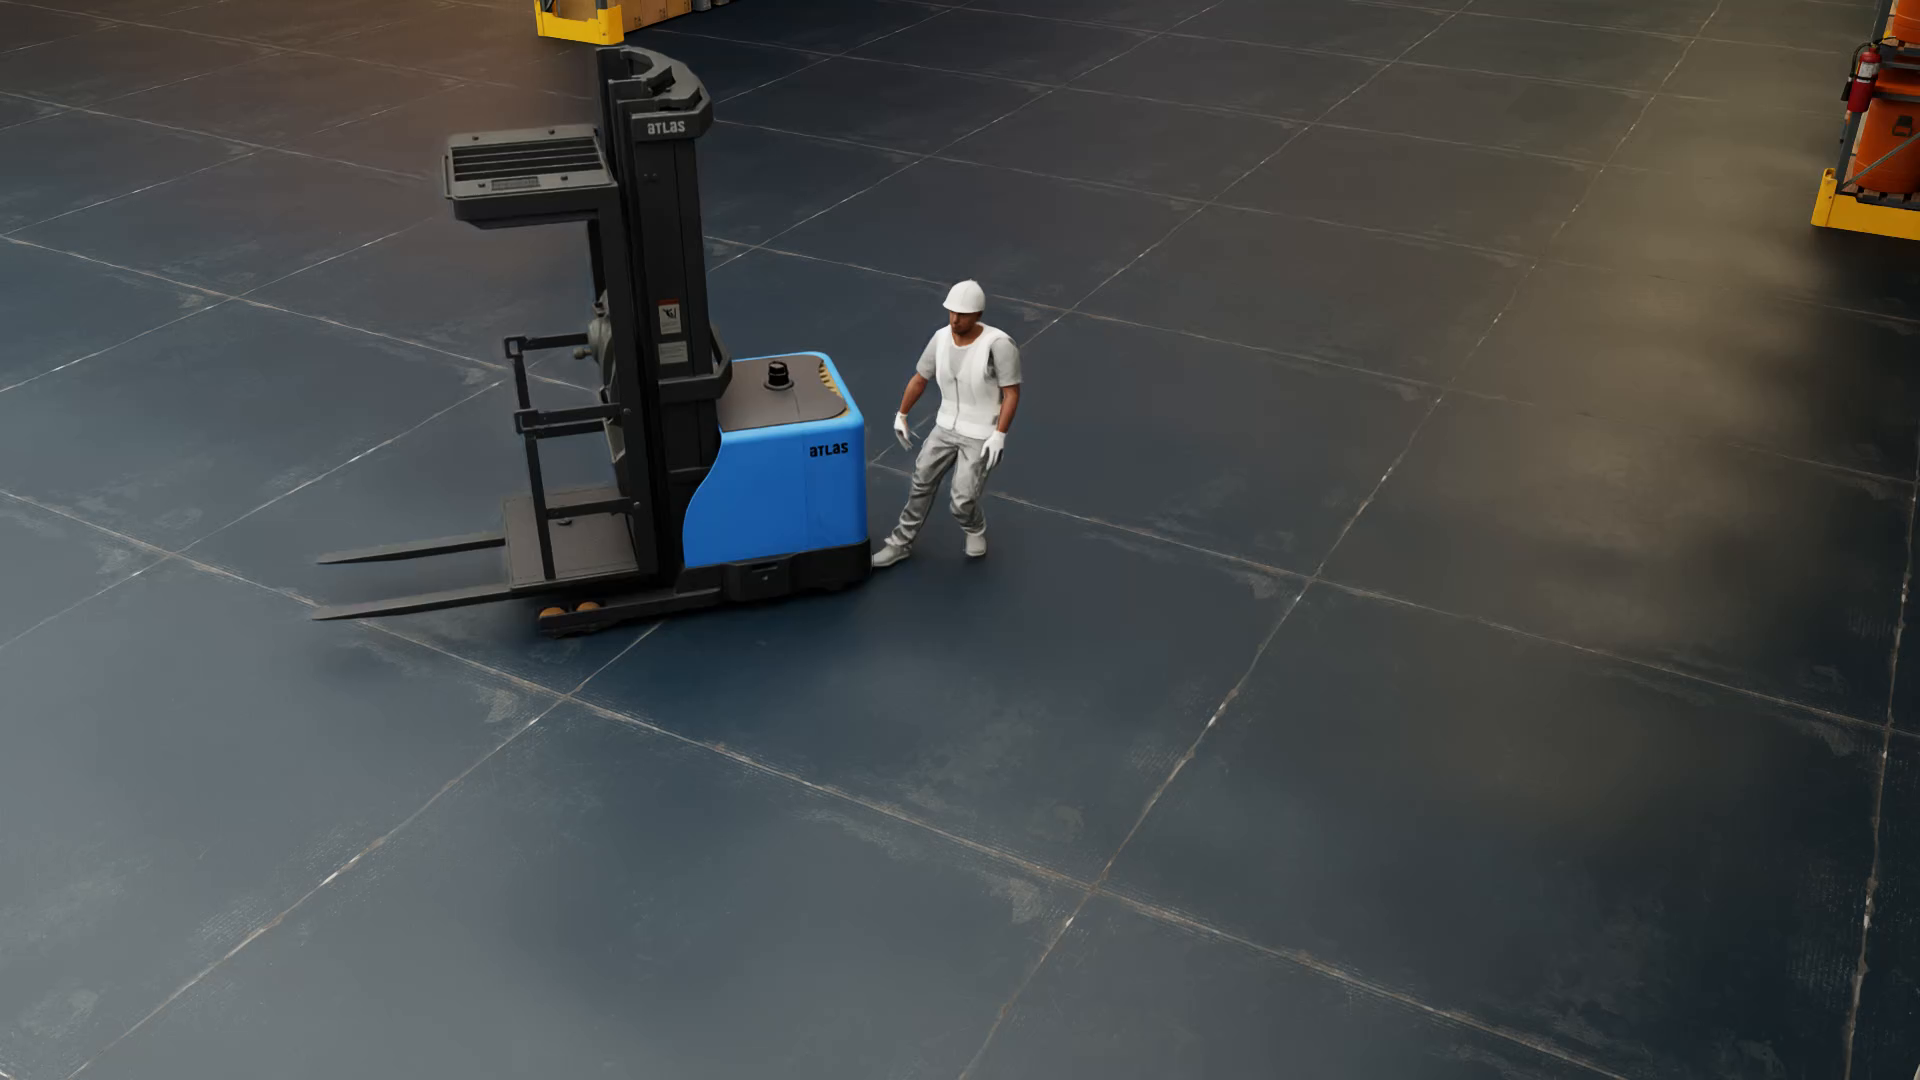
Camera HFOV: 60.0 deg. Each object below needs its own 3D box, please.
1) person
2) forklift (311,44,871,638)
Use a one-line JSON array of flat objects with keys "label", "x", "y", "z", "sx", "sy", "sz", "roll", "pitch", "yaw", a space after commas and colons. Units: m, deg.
[{"label": "person", "x": -0.079, "y": -0.589, "z": 9.329, "sx": 0.746, "sy": 1.725, "sz": 0.712, "roll": 23, "pitch": 37, "yaw": 34}, {"label": "forklift", "x": -2.085, "y": -1.028, "z": 8.851, "sx": 3.031, "sy": 2.935, "sz": 1.130, "roll": -8, "pitch": 31, "yaw": -14}]
